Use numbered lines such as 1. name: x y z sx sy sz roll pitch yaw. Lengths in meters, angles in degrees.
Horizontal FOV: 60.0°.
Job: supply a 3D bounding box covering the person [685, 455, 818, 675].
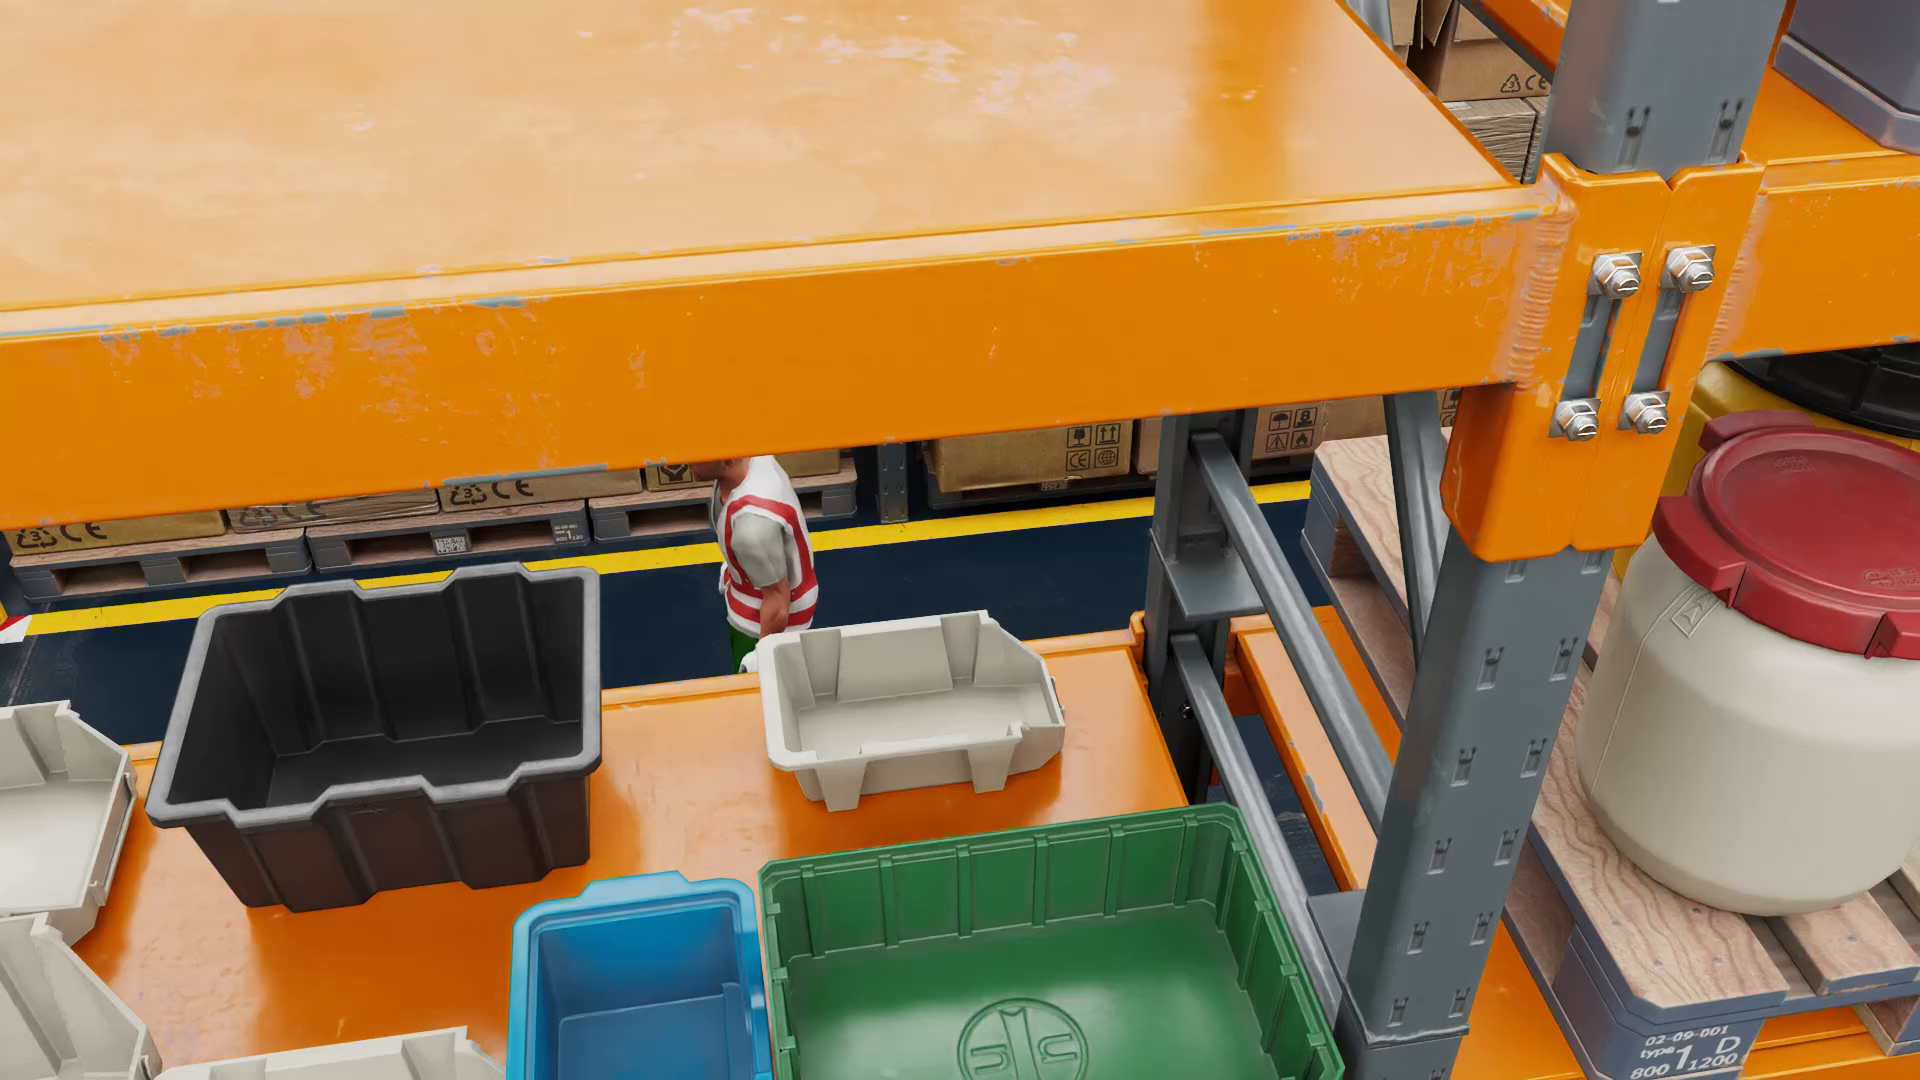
1. person: -0.730 0.245 5.831 0.453 1.778 0.617 -9 39 -11
